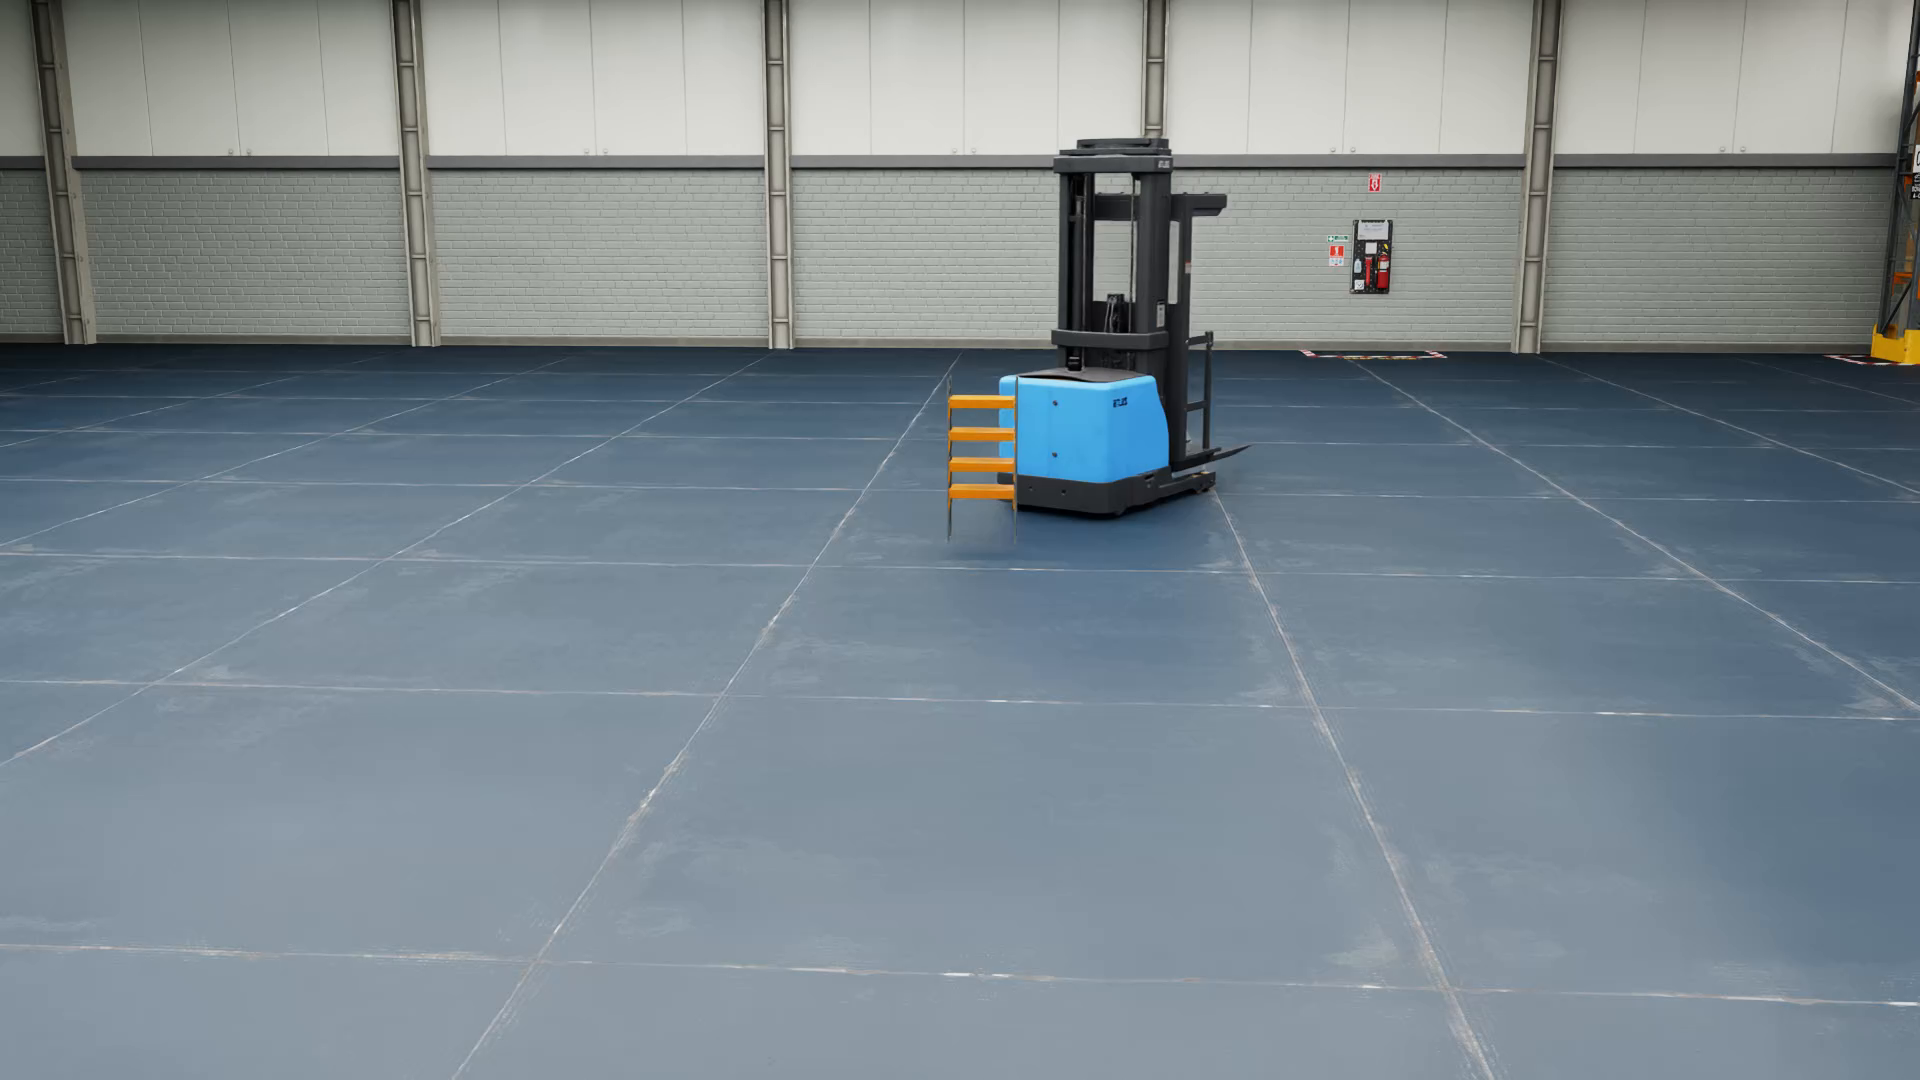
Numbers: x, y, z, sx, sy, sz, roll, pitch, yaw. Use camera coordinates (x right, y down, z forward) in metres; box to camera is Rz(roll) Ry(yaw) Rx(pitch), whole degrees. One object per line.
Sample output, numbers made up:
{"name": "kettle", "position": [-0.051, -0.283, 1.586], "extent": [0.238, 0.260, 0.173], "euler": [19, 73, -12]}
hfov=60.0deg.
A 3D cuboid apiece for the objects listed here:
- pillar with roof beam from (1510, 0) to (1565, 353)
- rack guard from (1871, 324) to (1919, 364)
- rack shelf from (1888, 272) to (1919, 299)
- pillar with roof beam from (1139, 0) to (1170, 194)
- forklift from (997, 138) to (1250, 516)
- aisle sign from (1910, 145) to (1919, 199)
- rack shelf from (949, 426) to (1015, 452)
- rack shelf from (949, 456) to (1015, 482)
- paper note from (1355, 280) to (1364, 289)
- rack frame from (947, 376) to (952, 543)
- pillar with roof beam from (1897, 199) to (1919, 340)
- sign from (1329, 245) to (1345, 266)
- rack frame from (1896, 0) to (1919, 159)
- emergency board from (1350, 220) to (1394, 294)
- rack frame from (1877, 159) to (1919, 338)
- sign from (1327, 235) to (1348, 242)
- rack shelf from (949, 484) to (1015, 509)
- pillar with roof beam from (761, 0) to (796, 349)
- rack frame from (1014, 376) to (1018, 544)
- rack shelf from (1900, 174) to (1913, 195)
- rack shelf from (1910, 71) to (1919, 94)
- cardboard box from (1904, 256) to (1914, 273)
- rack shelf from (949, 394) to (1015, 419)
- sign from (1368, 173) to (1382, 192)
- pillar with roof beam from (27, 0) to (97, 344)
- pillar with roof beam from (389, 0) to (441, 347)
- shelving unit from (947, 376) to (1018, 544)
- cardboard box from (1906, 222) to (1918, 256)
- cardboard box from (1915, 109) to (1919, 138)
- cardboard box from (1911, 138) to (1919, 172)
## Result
{"name": "pillar with roof beam", "position": [8.758, -6.529, 21.502], "extent": [0.400, 9.000, 9.100], "euler": [1, 12, 4]}
{"name": "rack guard", "position": [14.352, -2.998, 25.380], "extent": [0.348, 0.500, 1.175], "euler": [1, 12, 4]}
{"name": "rack shelf", "position": [16.272, -3.843, 25.072], "extent": [4.000, 0.370, 1.077], "euler": [1, 12, 4]}
{"name": "pillar with roof beam", "position": [2.772, -6.611, 21.894], "extent": [0.400, 9.000, 9.100], "euler": [1, 12, 4]}
{"name": "forklift", "position": [1.548, -1.876, 14.080], "extent": [1.130, 2.935, 3.031], "euler": [8, 14, 34]}
{"name": "aisle sign", "position": [14.184, -5.435, 24.574], "extent": [0.004, 0.787, 0.394], "euler": [1, 12, 4]}
{"name": "rack shelf", "position": [0.165, -0.738, 12.102], "extent": [0.480, 0.148, 0.258], "euler": [1, 12, 4]}
{"name": "rack shelf", "position": [0.165, -0.519, 12.148], "extent": [0.480, 0.148, 0.258], "euler": [1, 12, 4]}
{"name": "paper note", "position": [6.411, -4.099, 26.688], "extent": [0.142, 0.148, 0.016], "euler": [1, 12, 4]}
{"name": "rack frame", "position": [-0.078, -0.588, 12.150], "extent": [0.015, 1.200, 0.240], "euler": [1, 12, 4]}
{"name": "pillar with roof beam", "position": [14.745, -6.447, 21.109], "extent": [0.400, 9.000, 9.100], "euler": [1, 12, 4]}
{"name": "sign", "position": [6.038, -4.560, 26.652], "extent": [0.234, 0.329, 0.001], "euler": [1, 12, 4]}
{"name": "rack frame", "position": [14.276, -7.159, 24.515], "extent": [0.127, 3.000, 1.000], "euler": [1, 12, 4]}
{"name": "emergency board", "position": [6.583, -4.514, 26.519], "extent": [0.643, 1.169, 0.194], "euler": [1, 12, 4]}
{"name": "rack frame", "position": [14.276, -4.223, 25.129], "extent": [0.127, 3.000, 1.000], "euler": [1, 12, 4]}
{"name": "sign", "position": [6.042, -4.817, 26.589], "extent": [0.331, 0.109, 0.001], "euler": [1, 12, 4]}
{"name": "rack shelf", "position": [0.165, -0.325, 12.189], "extent": [0.480, 0.148, 0.258], "euler": [1, 12, 4]}
{"name": "pillar with roof beam", "position": [-3.215, -6.693, 22.286], "extent": [0.400, 9.000, 9.100], "euler": [1, 12, 4]}
{"name": "rack frame", "position": [0.409, -0.582, 12.118], "extent": [0.015, 1.200, 0.240], "euler": [1, 12, 4]}
{"name": "rack shelf", "position": [16.272, -5.311, 24.764], "extent": [4.000, 0.370, 1.077], "euler": [1, 12, 4]}
{"name": "rack shelf", "position": [16.272, -6.778, 24.458], "extent": [4.000, 0.370, 1.077], "euler": [1, 12, 4]}
{"name": "cardboard box", "position": [14.755, -4.192, 25.301], "extent": [0.500, 0.250, 0.500], "euler": [1, 12, 5]}
{"name": "rack shelf", "position": [0.165, -0.970, 12.054], "extent": [0.480, 0.148, 0.258], "euler": [1, 12, 4]}
{"name": "sign", "position": [6.581, -5.669, 26.380], "extent": [0.199, 0.298, 0.001], "euler": [1, 12, 4]}
{"name": "pillar with roof beam", "position": [-15.188, -6.857, 23.071], "extent": [0.400, 9.000, 9.100], "euler": [1, 12, 4]}
{"name": "pillar with roof beam", "position": [-9.202, -6.775, 22.679], "extent": [0.400, 9.000, 9.100], "euler": [1, 12, 4]}
{"name": "shelving unit", "position": [0.165, -0.585, 12.134], "extent": [0.503, 1.200, 0.258], "euler": [1, 12, 4]}
{"name": "cardboard box", "position": [14.761, -4.563, 25.242], "extent": [0.500, 0.500, 0.500], "euler": [1, 12, 3]}
{"name": "cardboard box", "position": [14.724, -6.287, 24.934], "extent": [0.500, 0.500, 0.500], "euler": [1, 12, 6]}
{"name": "cardboard box", "position": [14.709, -5.796, 25.029], "extent": [0.500, 0.500, 0.500], "euler": [2, 12, 8]}
